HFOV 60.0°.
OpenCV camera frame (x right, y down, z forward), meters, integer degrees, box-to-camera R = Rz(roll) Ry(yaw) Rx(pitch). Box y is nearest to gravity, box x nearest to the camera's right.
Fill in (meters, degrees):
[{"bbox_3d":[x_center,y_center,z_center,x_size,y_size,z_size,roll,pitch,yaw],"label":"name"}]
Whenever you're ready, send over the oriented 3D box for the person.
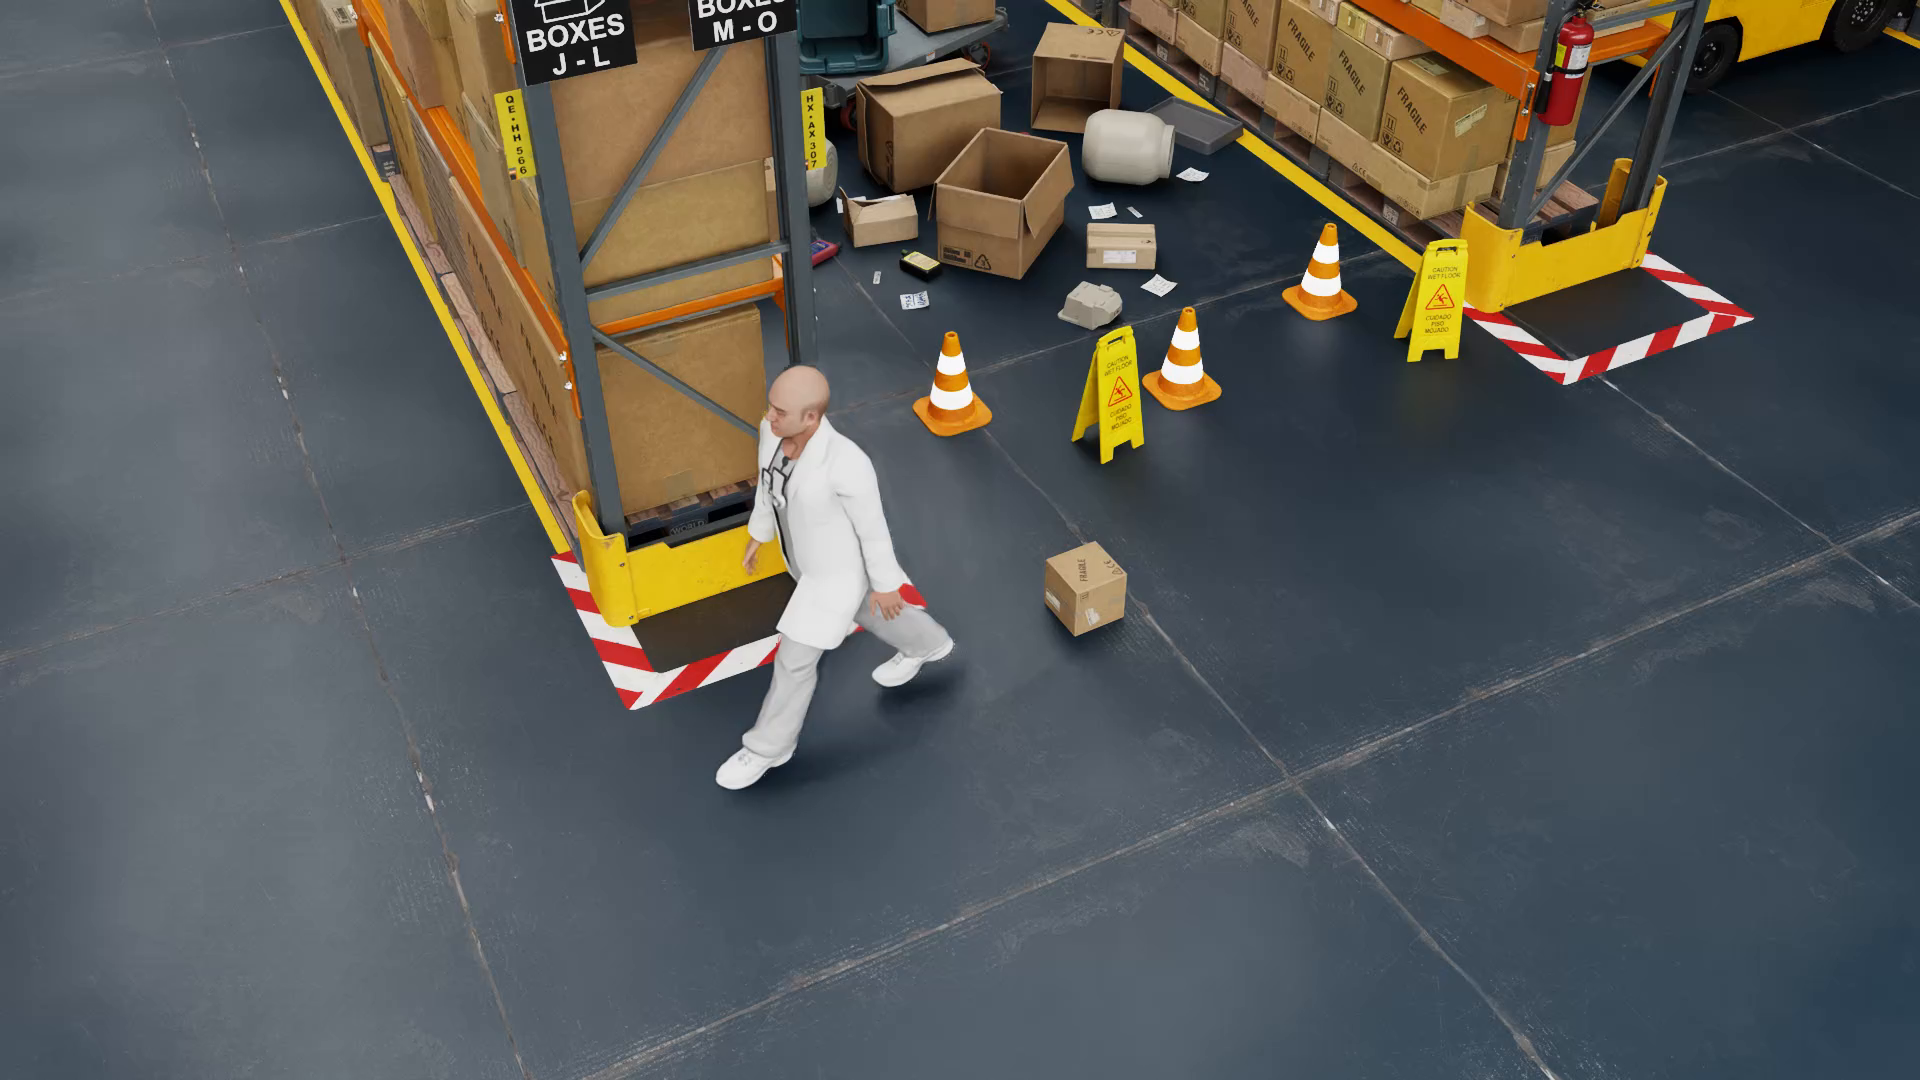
[{"bbox_3d":[-0.503,0.062,6.112,1.151,1.726,0.612,-23,46,-24],"label":"person"}]
